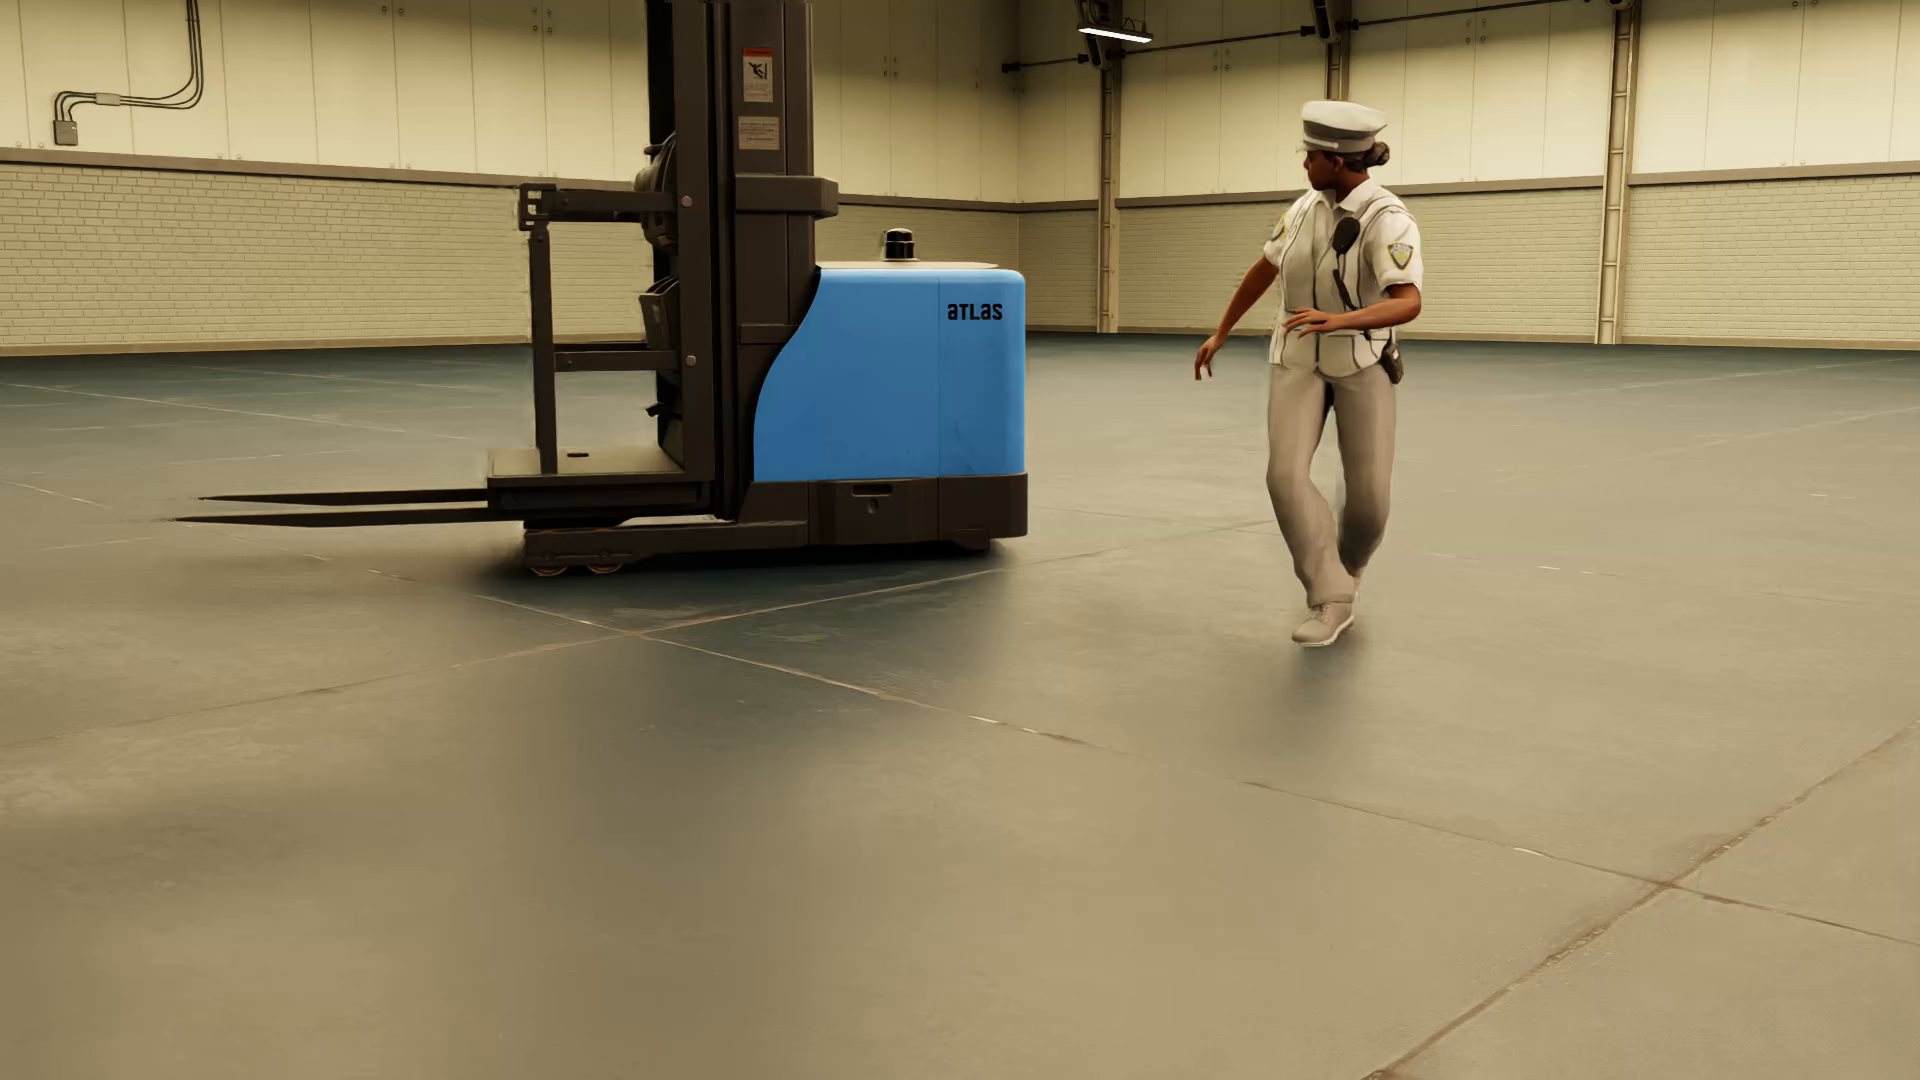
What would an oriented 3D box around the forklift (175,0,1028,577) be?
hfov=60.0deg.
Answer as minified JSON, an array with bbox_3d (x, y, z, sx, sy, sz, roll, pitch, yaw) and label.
[{"bbox_3d":[-1.316,-1.407,6.219,3.031,2.935,1.130,-2,9,-15],"label":"forklift"}]

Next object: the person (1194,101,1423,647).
[{"bbox_3d":[0.989,-0.500,4.915,0.785,1.555,0.805,5,10,32],"label":"person"}]
